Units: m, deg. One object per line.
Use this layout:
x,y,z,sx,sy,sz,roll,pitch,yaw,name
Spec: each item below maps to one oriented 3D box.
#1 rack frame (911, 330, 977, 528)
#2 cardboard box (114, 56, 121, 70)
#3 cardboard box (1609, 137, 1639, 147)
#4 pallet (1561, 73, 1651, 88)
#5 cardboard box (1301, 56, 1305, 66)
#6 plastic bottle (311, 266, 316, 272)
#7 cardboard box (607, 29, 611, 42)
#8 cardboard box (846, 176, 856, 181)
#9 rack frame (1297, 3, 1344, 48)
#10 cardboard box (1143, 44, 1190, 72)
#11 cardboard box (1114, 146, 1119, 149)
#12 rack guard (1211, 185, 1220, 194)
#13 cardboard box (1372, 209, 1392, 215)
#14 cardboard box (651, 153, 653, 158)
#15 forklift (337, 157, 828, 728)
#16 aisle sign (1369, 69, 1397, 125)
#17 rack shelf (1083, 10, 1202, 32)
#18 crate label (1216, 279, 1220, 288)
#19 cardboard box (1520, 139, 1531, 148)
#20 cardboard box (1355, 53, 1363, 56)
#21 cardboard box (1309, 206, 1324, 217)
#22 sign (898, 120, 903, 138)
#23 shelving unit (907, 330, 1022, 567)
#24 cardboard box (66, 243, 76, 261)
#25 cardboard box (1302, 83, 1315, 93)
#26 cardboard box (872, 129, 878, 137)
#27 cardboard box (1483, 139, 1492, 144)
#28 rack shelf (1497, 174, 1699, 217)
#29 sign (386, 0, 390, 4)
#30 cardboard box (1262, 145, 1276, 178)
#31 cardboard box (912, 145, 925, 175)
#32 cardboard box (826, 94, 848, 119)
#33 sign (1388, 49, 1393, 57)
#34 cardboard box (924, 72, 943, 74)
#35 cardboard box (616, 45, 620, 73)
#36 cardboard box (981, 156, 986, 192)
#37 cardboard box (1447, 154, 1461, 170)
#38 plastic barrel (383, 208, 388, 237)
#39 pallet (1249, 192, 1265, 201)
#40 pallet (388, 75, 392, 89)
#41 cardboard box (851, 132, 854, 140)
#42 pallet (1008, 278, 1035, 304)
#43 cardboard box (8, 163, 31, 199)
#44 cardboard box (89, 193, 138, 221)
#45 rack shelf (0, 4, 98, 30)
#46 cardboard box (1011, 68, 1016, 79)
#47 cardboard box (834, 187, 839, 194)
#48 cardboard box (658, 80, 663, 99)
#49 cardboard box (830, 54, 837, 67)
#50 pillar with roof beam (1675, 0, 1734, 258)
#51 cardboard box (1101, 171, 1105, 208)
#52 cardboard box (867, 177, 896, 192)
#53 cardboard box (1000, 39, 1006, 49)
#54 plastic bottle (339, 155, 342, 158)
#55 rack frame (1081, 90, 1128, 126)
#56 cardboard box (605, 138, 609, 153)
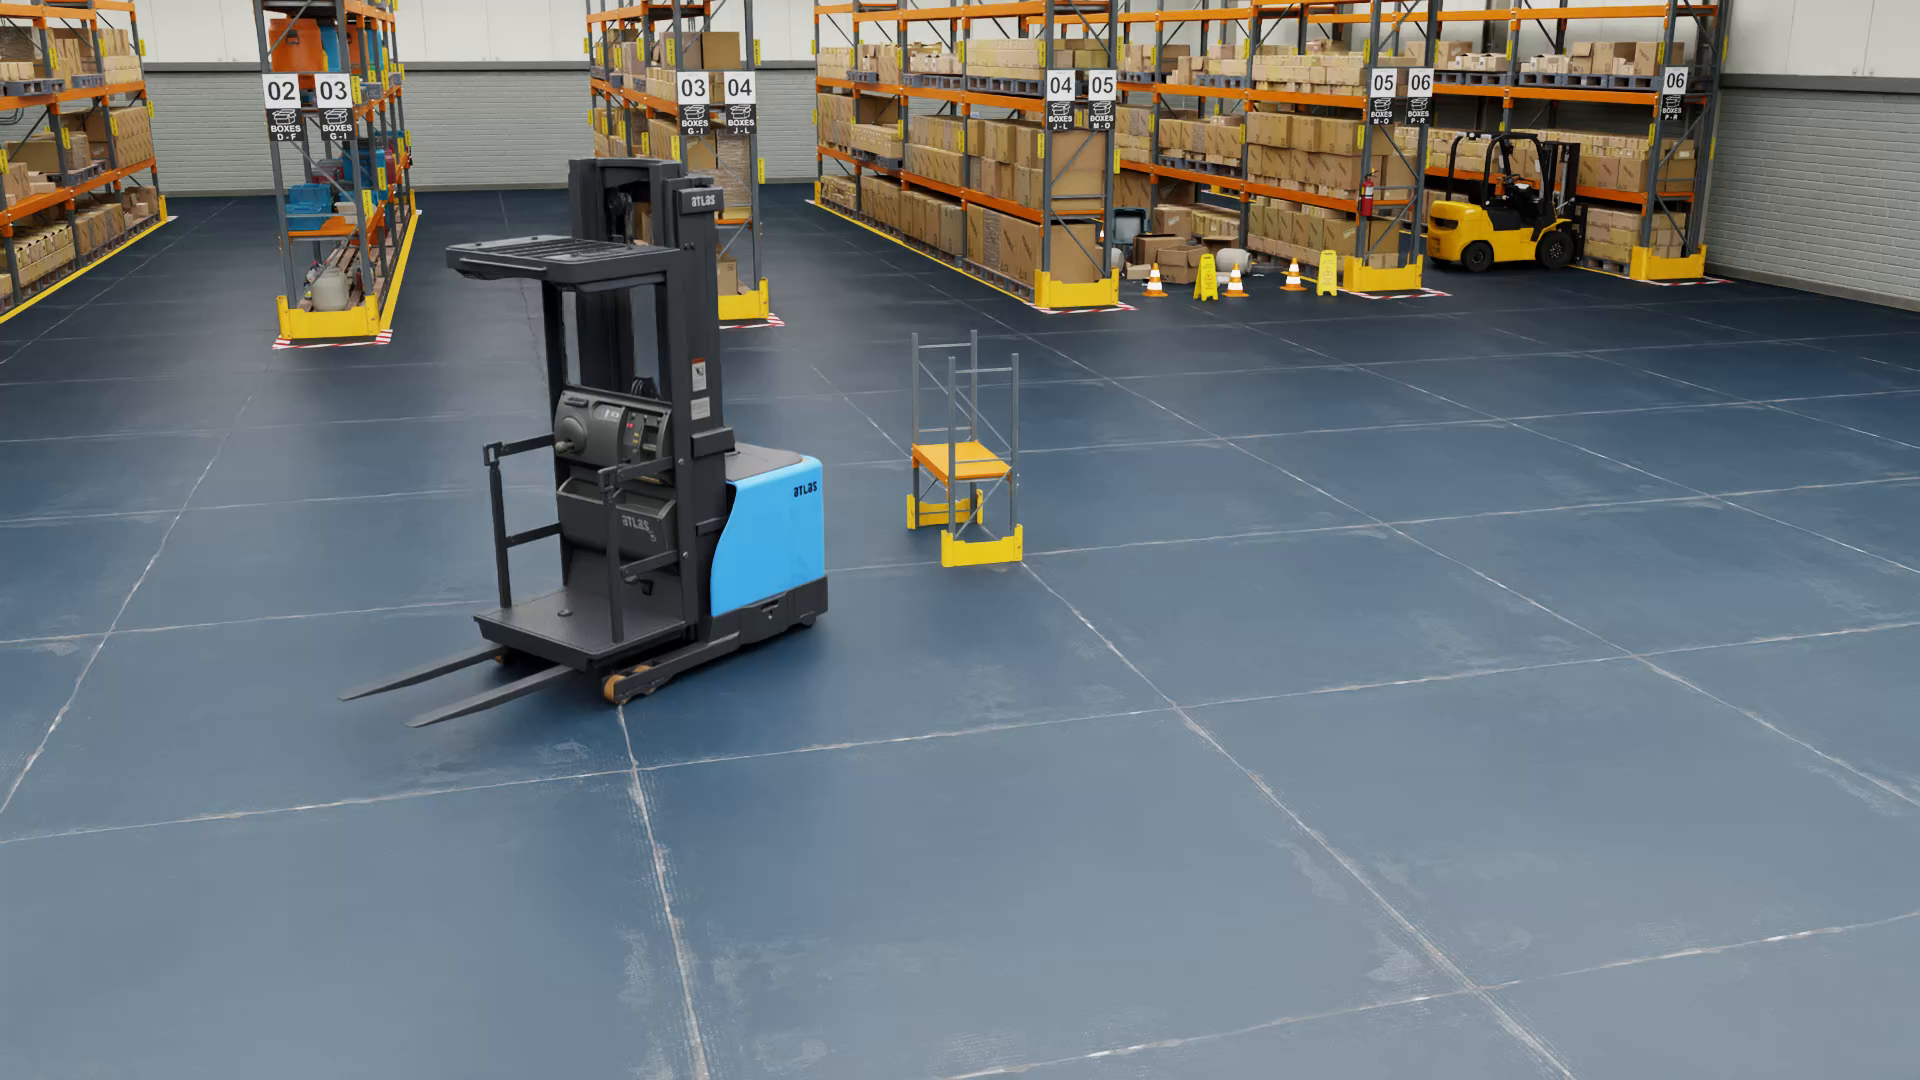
-0.116,-0.835,12.626,0.500,1.500,0.032,-5,17,-15,rack frame
-16.139,-8.988,31.337,0.500,0.250,0.500,-5,17,-15,cardboard box
10.651,-6.386,26.679,0.380,0.149,0.250,-5,17,-15,cardboard box
10.637,-7.522,27.219,1.003,0.211,1.213,-5,17,-15,pallet
5.553,-7.467,25.932,0.380,0.149,0.250,-4,17,-14,cardboard box
-9.025,-3.646,23.216,0.144,0.351,0.185,-5,17,-16,plastic bottle
-7.007,-10.374,34.178,0.500,0.250,0.500,-5,18,-17,cardboard box
-2.353,-8.125,37.479,0.380,0.149,0.250,-4,17,-14,cardboard box
7.847,-11.784,36.041,1.000,3.000,0.127,-5,17,-15,rack frame
3.926,-9.191,31.712,0.797,0.503,0.637,-6,18,-19,cardboard box
3.340,-7.878,33.726,0.500,0.250,0.500,-5,17,-16,cardboard box
6.769,-8.799,40.877,1.175,0.500,0.348,-5,17,-15,rack guard
8.623,-6.909,33.853,0.500,0.500,0.500,-4,17,-14,cardboard box
-4.190,-5.582,25.131,0.875,0.500,0.500,-5,17,-15,cardboard box
-2.145,-0.637,9.477,1.130,2.935,3.031,12,21,36,forklift
6.111,-6.403,24.037,0.394,0.787,0.004,-5,17,-15,aisle sign
3.625,-10.302,33.051,1.077,0.370,4.000,-5,17,-15,rack shelf
3.765,-3.875,25.115,0.298,0.136,0.250,16,23,42,crate label
9.953,-6.876,28.829,0.380,0.149,0.250,-4,17,-14,cardboard box
8.282,-9.864,33.913,0.380,0.149,0.250,-5,17,-16,cardboard box
5.671,-5.120,25.900,0.380,0.149,0.250,-4,17,-14,cardboard box
-1.076,-7.463,30.208,0.100,0.325,0.005,-5,17,-15,sign
0.021,-0.697,12.166,0.587,1.500,1.083,-5,17,-15,shelving unit
-14.501,-4.604,26.614,0.500,0.250,0.500,-4,17,-14,cardboard box
5.541,-7.013,25.806,0.380,0.149,0.250,-5,17,-16,cardboard box
-1.486,-7.815,31.927,0.380,0.149,0.250,-4,17,-13,cardboard box
9.650,-7.204,29.919,0.380,0.149,0.250,-5,17,-16,cardboard box
10.595,-5.801,27.799,1.077,0.370,4.000,-5,17,-15,rack shelf
-10.686,-10.159,30.992,0.100,0.325,0.005,-5,17,-15,sign
5.287,-6.214,27.236,0.500,0.500,0.500,-5,17,-15,cardboard box
-0.551,-6.754,29.549,0.500,0.500,0.500,-5,17,-16,cardboard box
-2.621,-9.444,36.250,0.500,0.500,0.500,-5,17,-16,cardboard box
8.424,-9.447,32.574,0.100,0.325,0.005,-5,17,-15,sign
-0.458,-8.655,30.665,0.500,0.500,0.500,-5,17,-15,cardboard box
-5.936,-8.878,30.671,0.797,0.503,0.637,-5,17,-16,cardboard box
0.828,-5.706,25.973,0.875,0.550,0.550,-5,17,-15,cardboard box
9.405,-7.024,30.881,0.500,0.250,0.500,-5,17,-15,cardboard box
-10.577,-5.729,29.771,0.600,0.588,0.708,-5,17,-15,plastic barrel
7.320,-8.104,39.063,1.003,0.211,1.213,-5,17,-15,pallet
-10.232,-7.802,28.325,1.003,0.211,1.213,-5,17,-15,pallet
-1.990,-8.176,33.647,0.380,0.149,0.250,-4,17,-14,cardboard box
1.347,-3.659,24.265,1.003,0.211,1.213,-5,17,-15,pallet
-14.403,-5.431,25.143,0.500,0.500,0.500,-6,18,-18,cardboard box
-16.500,-6.486,32.407,0.797,0.503,0.637,-5,17,-15,cardboard box
-15.429,-8.736,27.838,1.077,0.370,4.000,-5,17,-15,rack shelf
0.945,-6.691,23.832,0.380,0.149,0.250,-5,17,-16,cardboard box
-2.555,-7.732,36.685,0.380,0.149,0.250,-6,18,-18,cardboard box
-3.948,-6.312,23.298,0.500,0.250,0.500,-5,17,-16,cardboard box
-2.472,-10.242,35.513,0.500,0.250,0.500,-5,18,-17,cardboard box
7.681,-8.389,24.736,9.100,9.000,0.400,-5,17,-15,pillar with roof beam
3.323,-7.536,35.290,0.875,0.875,0.875,-4,17,-14,cardboard box
-1.558,-7.089,33.150,0.500,0.250,0.500,-4,17,-14,cardboard box
0.804,-7.215,24.189,0.380,0.149,0.250,-5,17,-15,cardboard box
-10.955,-6.654,29.476,0.144,0.351,0.185,-5,17,-15,plastic bottle
3.075,-8.518,35.594,1.000,3.000,0.127,-5,17,-15,rack frame
-6.827,-7.906,33.302,0.500,0.250,0.500,-5,17,-16,cardboard box
